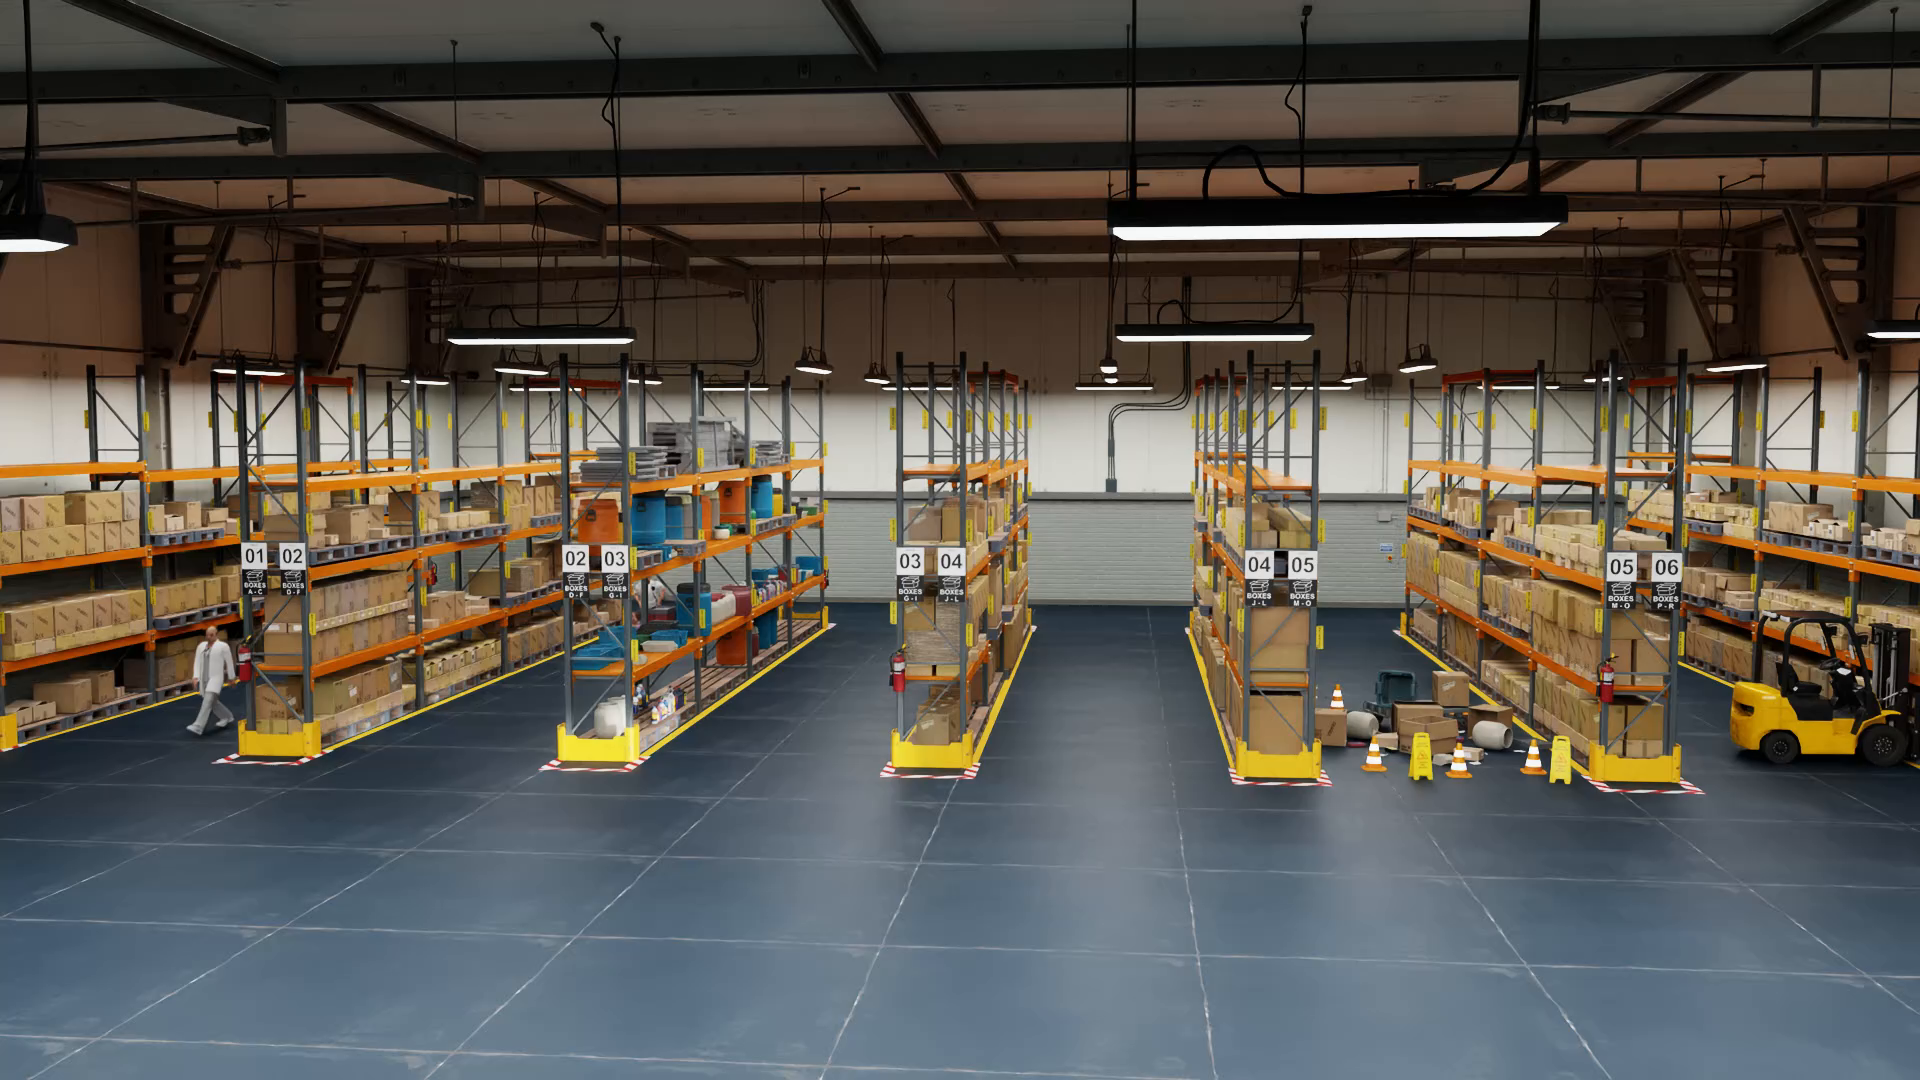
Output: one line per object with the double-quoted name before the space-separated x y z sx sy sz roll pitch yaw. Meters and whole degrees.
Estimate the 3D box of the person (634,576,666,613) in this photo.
"person" -7.022 1.489 37.679 0.650 1.683 0.735 1 4 13

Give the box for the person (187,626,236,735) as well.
"person" -12.095 2.246 26.782 0.576 1.699 1.217 1 4 15

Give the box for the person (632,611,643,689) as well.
"person" -5.967 2.056 30.395 0.398 1.535 1.008 1 4 15
